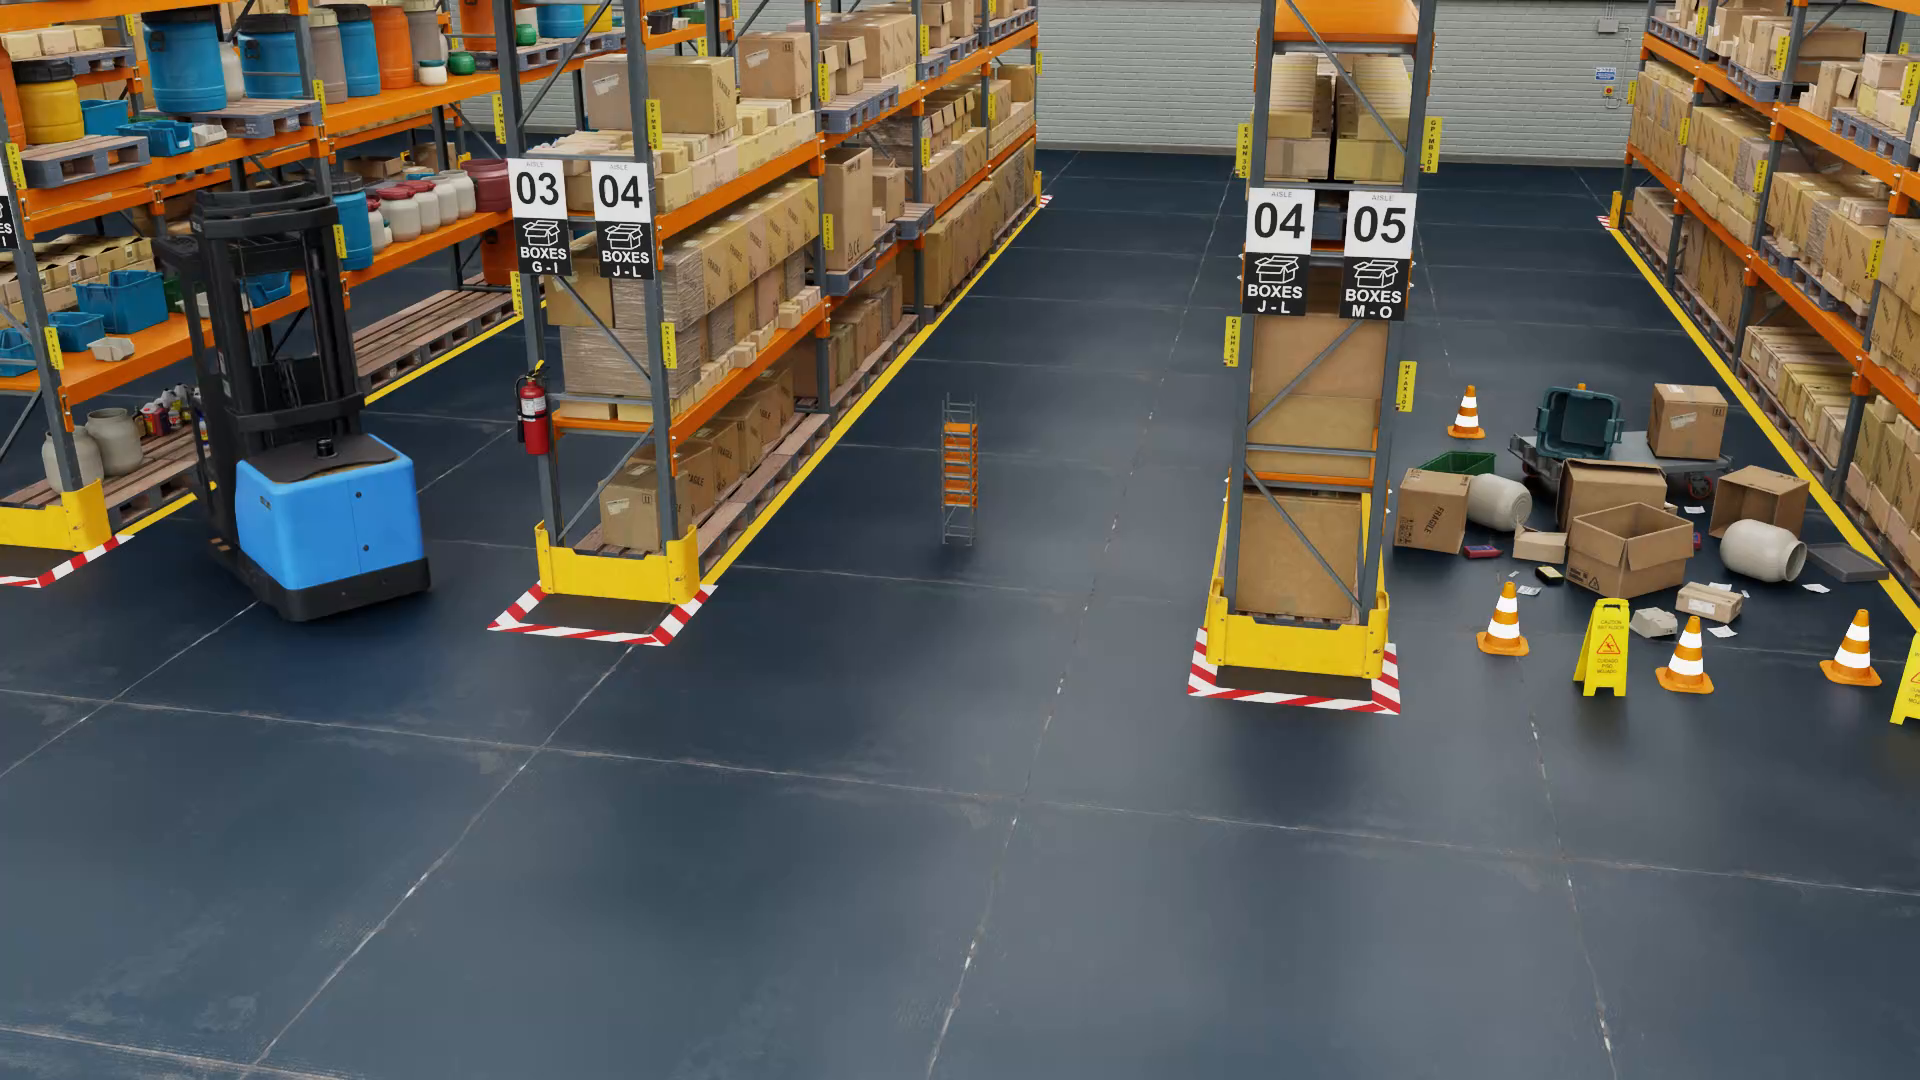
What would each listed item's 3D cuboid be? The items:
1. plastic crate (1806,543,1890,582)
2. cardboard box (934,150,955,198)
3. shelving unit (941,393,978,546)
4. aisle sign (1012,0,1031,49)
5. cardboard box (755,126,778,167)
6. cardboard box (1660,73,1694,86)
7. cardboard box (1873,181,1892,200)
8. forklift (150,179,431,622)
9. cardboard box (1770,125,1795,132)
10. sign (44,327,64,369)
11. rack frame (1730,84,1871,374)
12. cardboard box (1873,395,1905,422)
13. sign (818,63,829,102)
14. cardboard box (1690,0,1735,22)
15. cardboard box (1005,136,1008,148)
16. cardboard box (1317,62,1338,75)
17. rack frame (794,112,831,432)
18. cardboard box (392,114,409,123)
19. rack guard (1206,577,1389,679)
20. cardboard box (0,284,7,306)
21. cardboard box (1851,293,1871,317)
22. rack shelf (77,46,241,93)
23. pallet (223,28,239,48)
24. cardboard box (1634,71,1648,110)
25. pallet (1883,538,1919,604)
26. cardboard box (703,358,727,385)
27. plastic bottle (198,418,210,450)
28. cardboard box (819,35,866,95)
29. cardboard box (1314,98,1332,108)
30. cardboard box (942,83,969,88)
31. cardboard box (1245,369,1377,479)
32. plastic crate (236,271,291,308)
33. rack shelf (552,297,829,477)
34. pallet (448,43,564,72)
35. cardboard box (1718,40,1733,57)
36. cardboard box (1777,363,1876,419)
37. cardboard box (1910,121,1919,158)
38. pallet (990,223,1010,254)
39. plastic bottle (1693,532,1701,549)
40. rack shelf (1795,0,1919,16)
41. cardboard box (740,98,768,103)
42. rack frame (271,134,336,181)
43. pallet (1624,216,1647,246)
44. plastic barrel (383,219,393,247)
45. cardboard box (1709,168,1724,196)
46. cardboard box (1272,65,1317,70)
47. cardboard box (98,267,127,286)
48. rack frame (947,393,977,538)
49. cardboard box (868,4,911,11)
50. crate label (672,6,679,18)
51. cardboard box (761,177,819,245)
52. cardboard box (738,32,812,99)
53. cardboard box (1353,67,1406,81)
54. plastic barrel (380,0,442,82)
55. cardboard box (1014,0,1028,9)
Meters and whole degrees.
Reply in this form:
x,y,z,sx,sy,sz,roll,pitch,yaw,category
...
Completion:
x,y,z,sx,sy,sz,roll,pitch,yaw,category
6.837,0.167,12.863,0.402,0.080,0.583,-3,22,-8,plastic crate
-0.356,-4.498,20.402,0.500,0.500,0.500,4,22,10,cardboard box
-0.003,-0.551,13.147,0.258,1.200,0.189,4,22,11,shelving unit
1.015,-8.053,25.884,0.394,0.787,0.004,4,22,11,aisle sign
-1.795,-3.213,13.532,0.500,0.250,0.500,4,22,11,cardboard box
9.707,-6.226,22.488,0.380,0.149,0.250,4,22,10,cardboard box
8.718,-3.222,15.408,0.380,0.149,0.250,3,22,8,cardboard box
-5.251,-1.259,12.586,1.130,2.935,3.031,-17,28,-36,forklift
9.435,-4.389,18.793,0.500,0.500,0.500,5,22,12,cardboard box
-6.869,-1.454,12.609,0.100,0.325,0.005,4,22,11,sign
8.776,-3.162,17.221,1.000,3.000,0.127,4,22,11,rack frame
7.491,-1.031,13.175,0.380,0.149,0.250,5,22,12,cardboard box
-1.209,-4.047,14.711,0.100,0.325,0.005,4,22,11,sign
9.836,-6.801,21.407,0.797,0.503,0.637,6,23,15,cardboard box
0.487,-5.729,23.931,0.380,0.149,0.250,4,22,10,cardboard box
3.236,-4.289,15.426,0.500,0.311,0.500,4,22,9,cardboard box
-1.742,-2.455,15.464,1.000,3.000,0.127,4,22,11,rack frame
-9.128,-6.906,26.381,0.500,0.500,0.500,4,22,10,cardboard box
2.272,0.591,11.246,1.175,0.500,0.348,4,22,11,rack guard
-11.003,-2.706,18.455,0.500,0.311,0.500,4,22,10,cardboard box
7.794,-1.987,14.076,0.380,0.149,0.250,5,22,12,cardboard box
-10.215,-6.463,22.365,1.077,0.370,4.000,4,22,11,rack shelf
-10.217,-6.829,22.561,1.213,0.211,1.003,4,22,11,pallet
10.032,-6.444,23.898,0.500,0.500,0.500,4,22,10,cardboard box
7.611,0.290,12.381,1.003,0.211,1.213,4,22,11,pallet
-2.042,-1.326,12.997,0.380,0.149,0.250,4,22,11,cardboard box
-6.732,-0.947,14.784,0.097,0.271,0.097,0,22,0,plastic bottle
-1.358,-4.598,16.070,0.797,0.503,0.637,5,23,13,cardboard box
2.413,-3.029,11.981,0.500,0.250,0.500,5,22,11,cardboard box
-0.171,-6.168,23.483,0.500,0.500,0.500,5,22,11,cardboard box
2.308,-0.786,11.119,0.875,0.550,0.550,4,22,11,cardboard box
-6.551,-2.338,15.373,0.499,0.251,0.616,4,22,11,plastic crate
-2.150,-1.390,13.782,1.077,0.370,4.000,4,22,11,rack shelf
-5.522,-5.871,20.185,1.003,0.211,1.213,4,22,11,pallet
8.991,-5.667,19.175,0.380,0.166,0.250,3,22,7,cardboard box
8.348,-1.385,15.763,0.950,0.372,0.625,5,23,13,cardboard box
7.602,-3.019,12.653,0.500,0.250,0.500,4,22,10,cardboard box
0.122,-4.359,23.925,1.003,0.211,1.213,4,22,11,pallet
5.860,-0.007,13.320,0.133,0.061,0.283,8,23,20,plastic bottle
8.368,-4.694,14.493,1.077,0.370,4.000,4,22,11,rack shelf
-1.669,-3.730,14.282,0.380,0.149,0.250,5,22,12,cardboard box
-9.806,-6.137,24.607,1.000,3.000,0.127,4,22,11,rack frame
10.322,-4.496,24.265,1.003,0.211,1.213,4,22,11,pallet
-6.170,-3.241,17.600,0.301,0.262,0.301,0,22,0,plastic barrel
8.917,-4.088,19.050,0.500,0.250,0.500,4,22,9,cardboard box
2.532,-3.540,12.715,0.380,0.149,0.250,4,22,10,cardboard box
-10.593,-3.194,20.417,0.500,0.250,0.500,4,22,10,cardboard box
0.016,-0.585,13.230,0.240,1.200,0.006,4,22,11,rack frame
-0.782,-6.101,19.807,0.500,0.500,0.500,6,23,14,cardboard box
-4.646,-8.231,25.989,0.408,0.251,0.502,4,22,11,crate label
-1.564,-2.917,14.742,0.500,0.500,0.500,4,22,11,cardboard box
-1.584,-4.078,14.279,0.500,0.500,0.500,4,22,9,cardboard box
3.176,-3.492,12.597,0.380,0.149,0.250,5,22,12,cardboard box
-6.154,-5.635,18.675,0.600,0.901,0.600,0,22,0,plastic barrel
0.653,-8.328,25.203,0.700,0.500,0.500,3,22,8,cardboard box
